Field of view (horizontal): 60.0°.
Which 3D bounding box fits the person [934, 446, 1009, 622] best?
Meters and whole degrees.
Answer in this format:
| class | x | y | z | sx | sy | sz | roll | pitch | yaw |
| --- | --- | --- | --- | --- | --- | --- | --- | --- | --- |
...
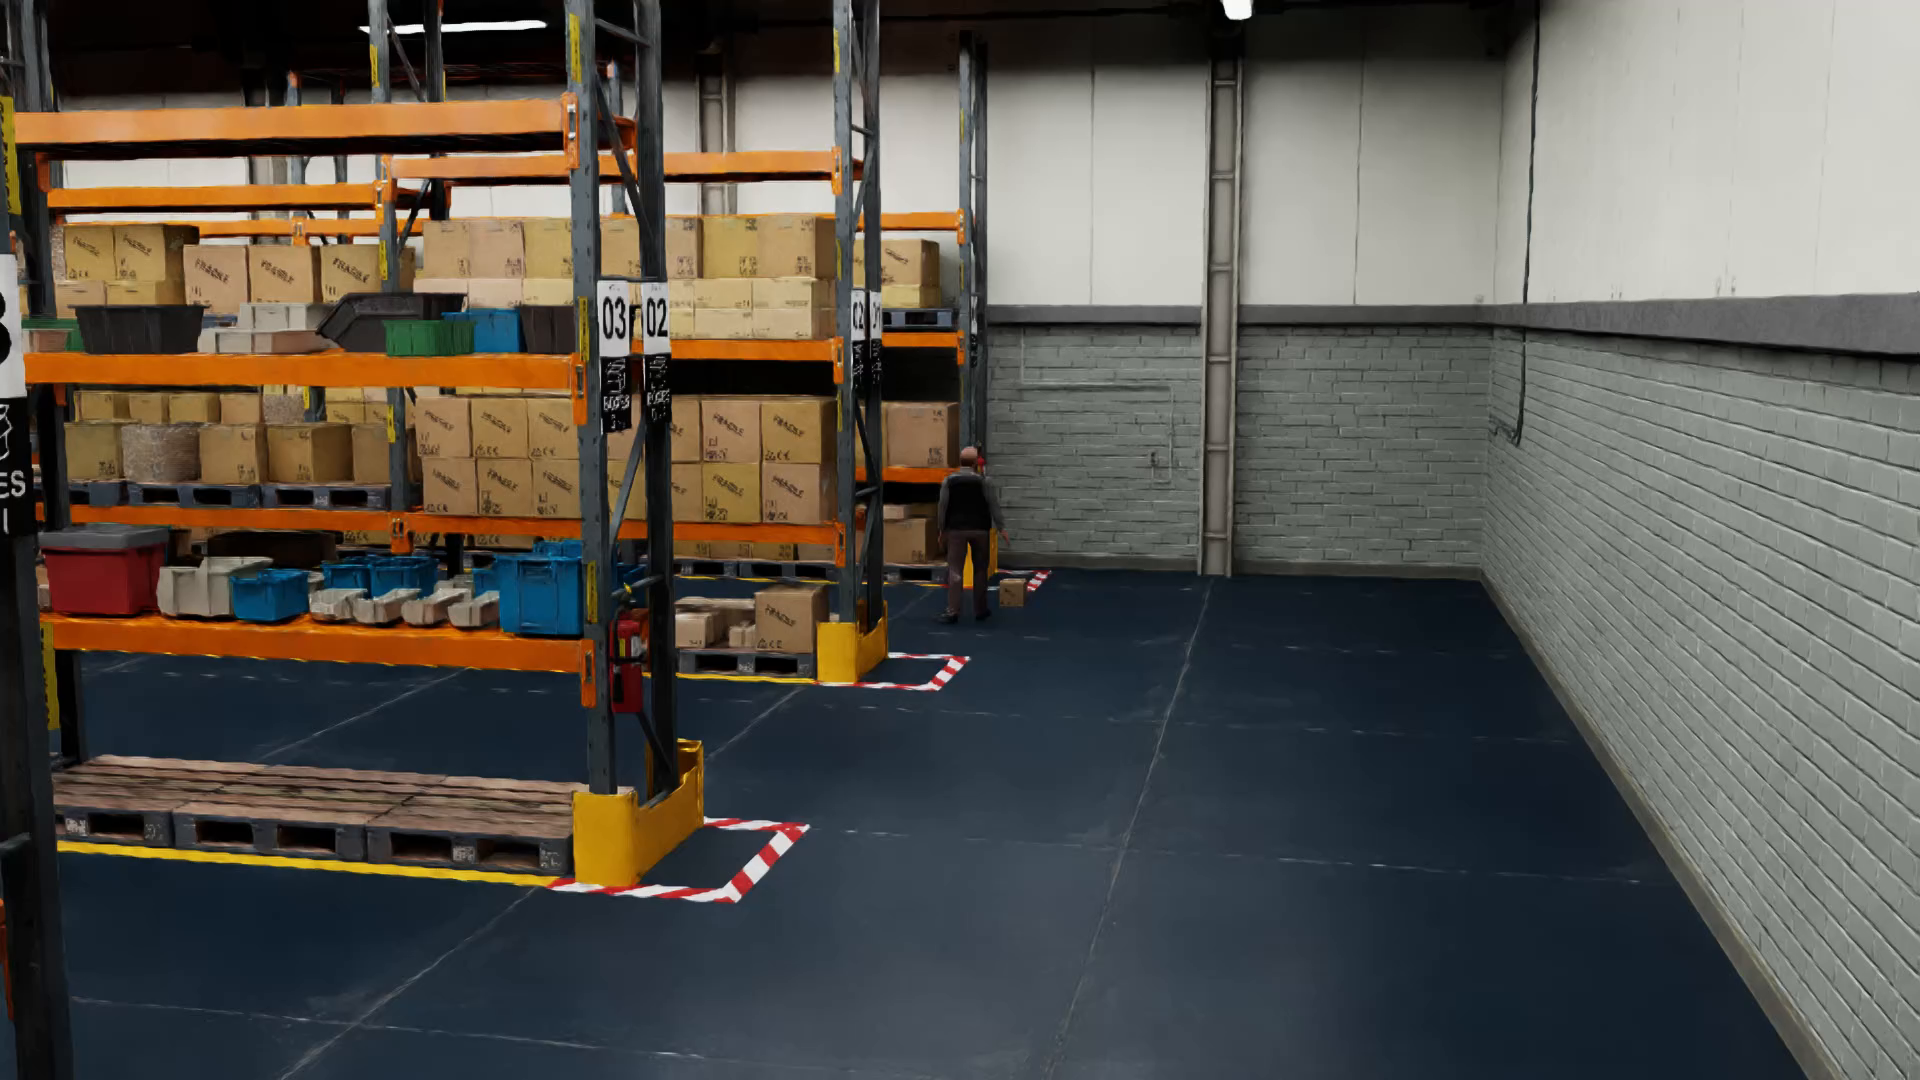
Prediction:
| class | x | y | z | sx | sy | sz | roll | pitch | yaw |
| --- | --- | --- | --- | --- | --- | --- | --- | --- | --- |
| person | 0.117 | -0.062 | 16.325 | 0.738 | 1.722 | 0.627 | 1 | 8 | 4 |
